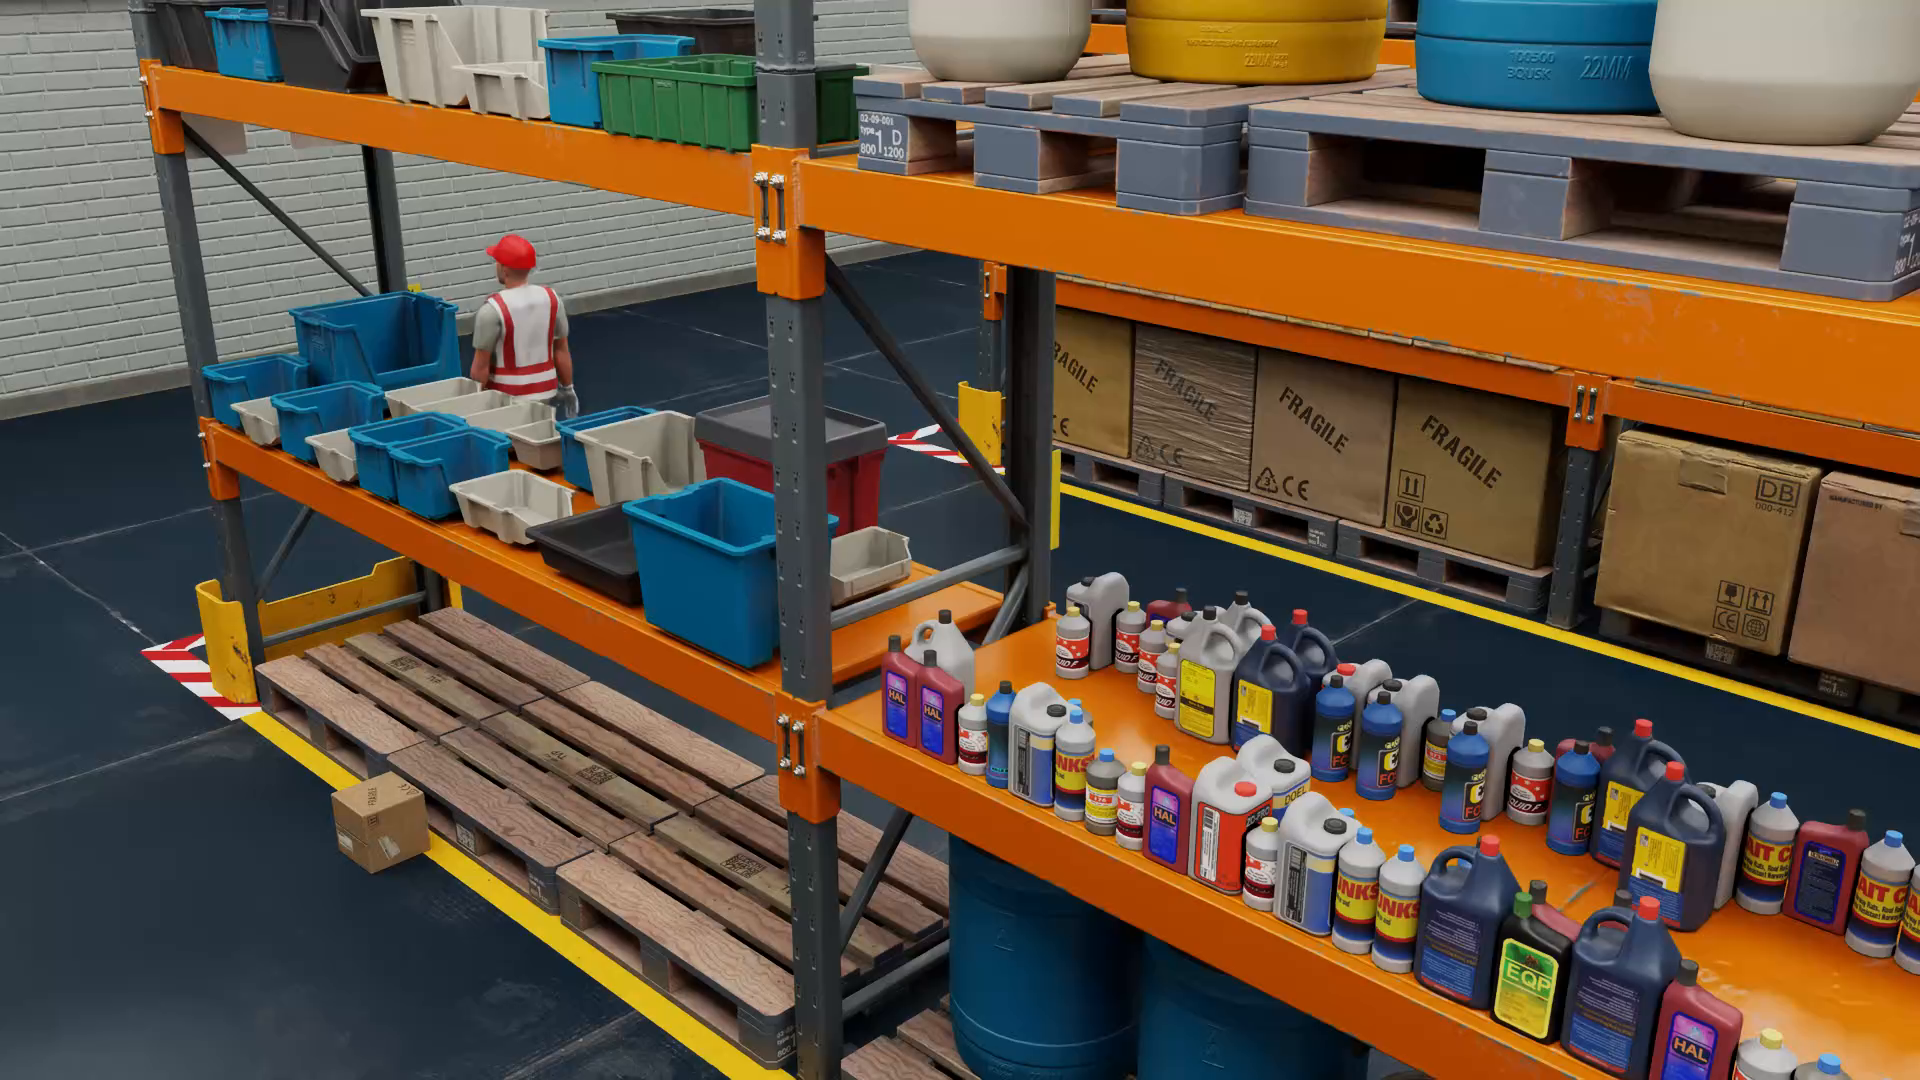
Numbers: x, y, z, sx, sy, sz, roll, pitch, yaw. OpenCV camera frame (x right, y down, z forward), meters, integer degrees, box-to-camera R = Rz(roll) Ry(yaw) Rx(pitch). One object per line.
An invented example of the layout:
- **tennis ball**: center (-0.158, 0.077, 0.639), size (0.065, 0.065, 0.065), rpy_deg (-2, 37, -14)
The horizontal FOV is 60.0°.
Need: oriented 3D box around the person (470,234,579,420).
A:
- **person**: center (-2.429, -0.776, 9.079), size (0.485, 1.801, 0.608), rpy_deg (16, 26, 37)
